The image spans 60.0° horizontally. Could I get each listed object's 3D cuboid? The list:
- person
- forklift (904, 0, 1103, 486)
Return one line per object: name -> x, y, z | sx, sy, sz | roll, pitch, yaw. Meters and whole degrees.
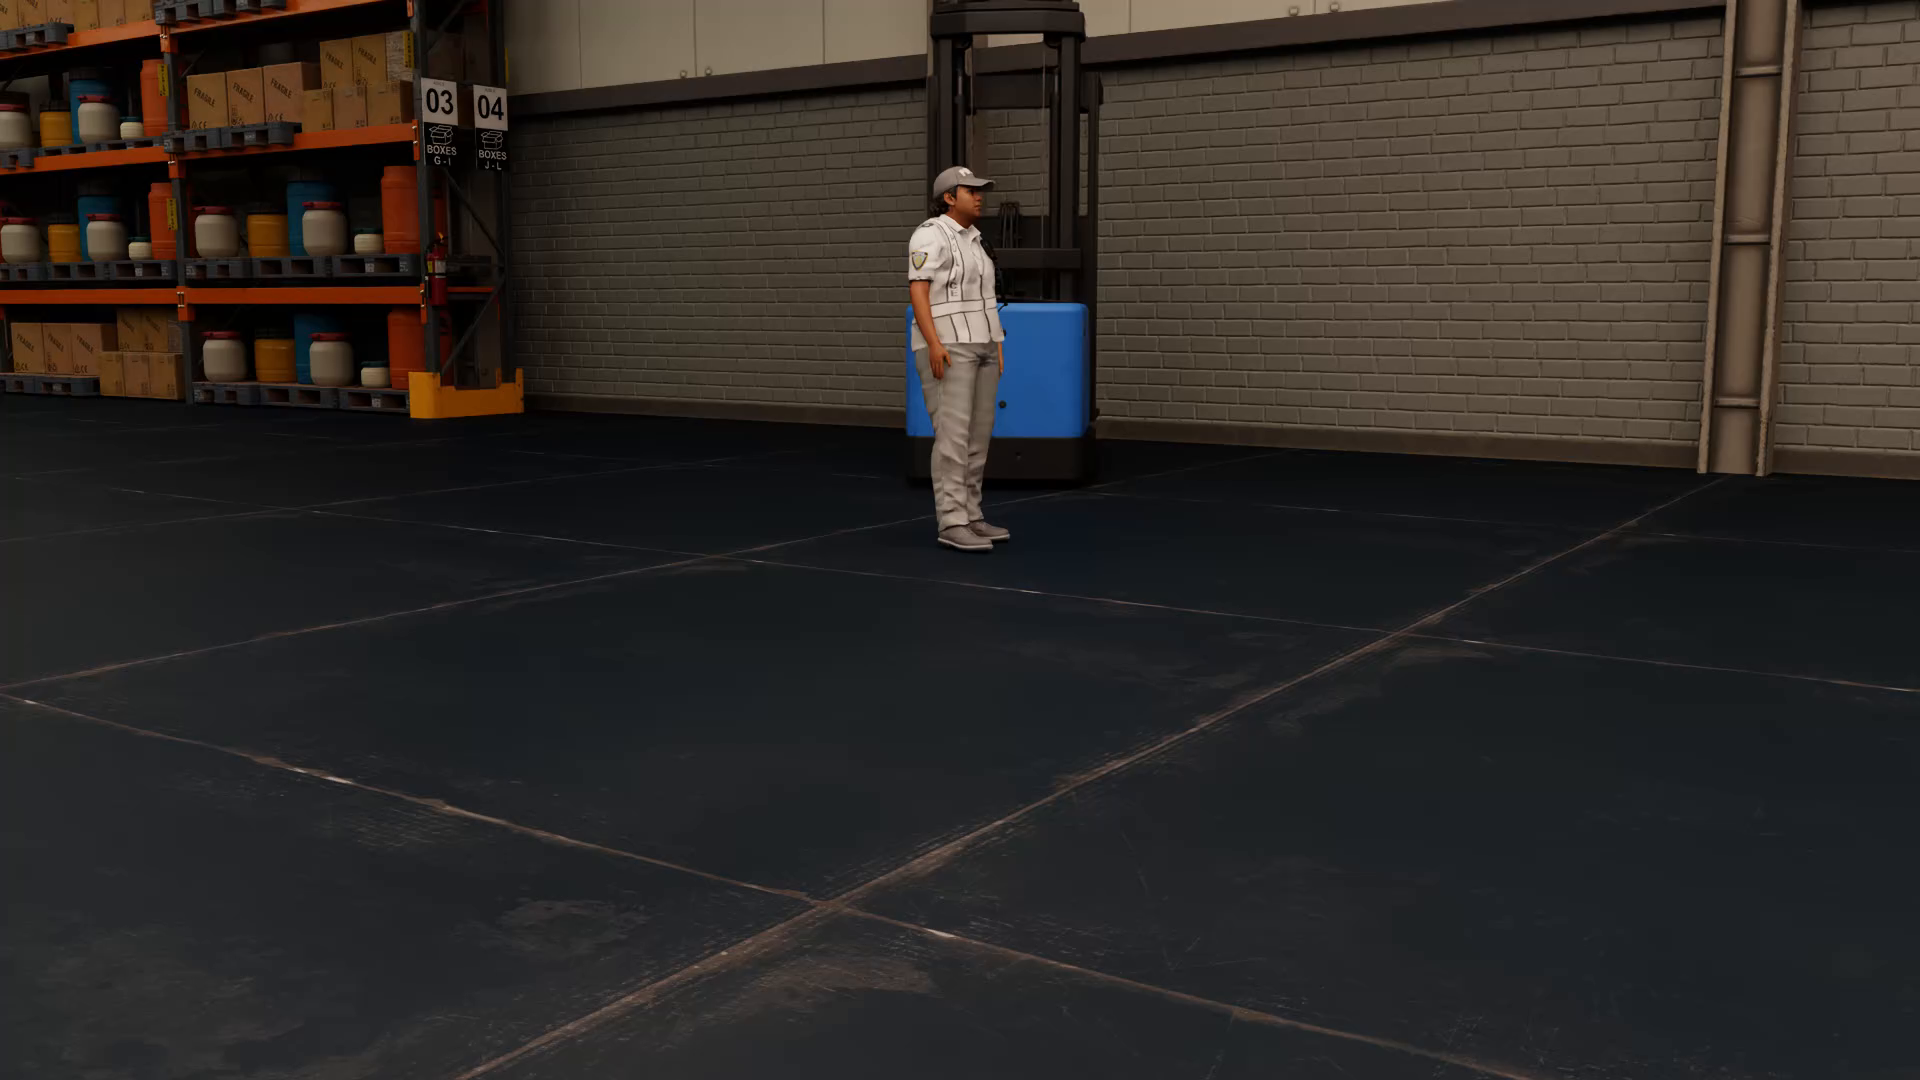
person -> 0.051, -0.824, 7.424 | 0.529, 1.670, 0.599 | 5, 10, 34
forklift -> 0.363, -1.943, 10.855 | 1.130, 2.935, 3.031 | 1, 8, 7
